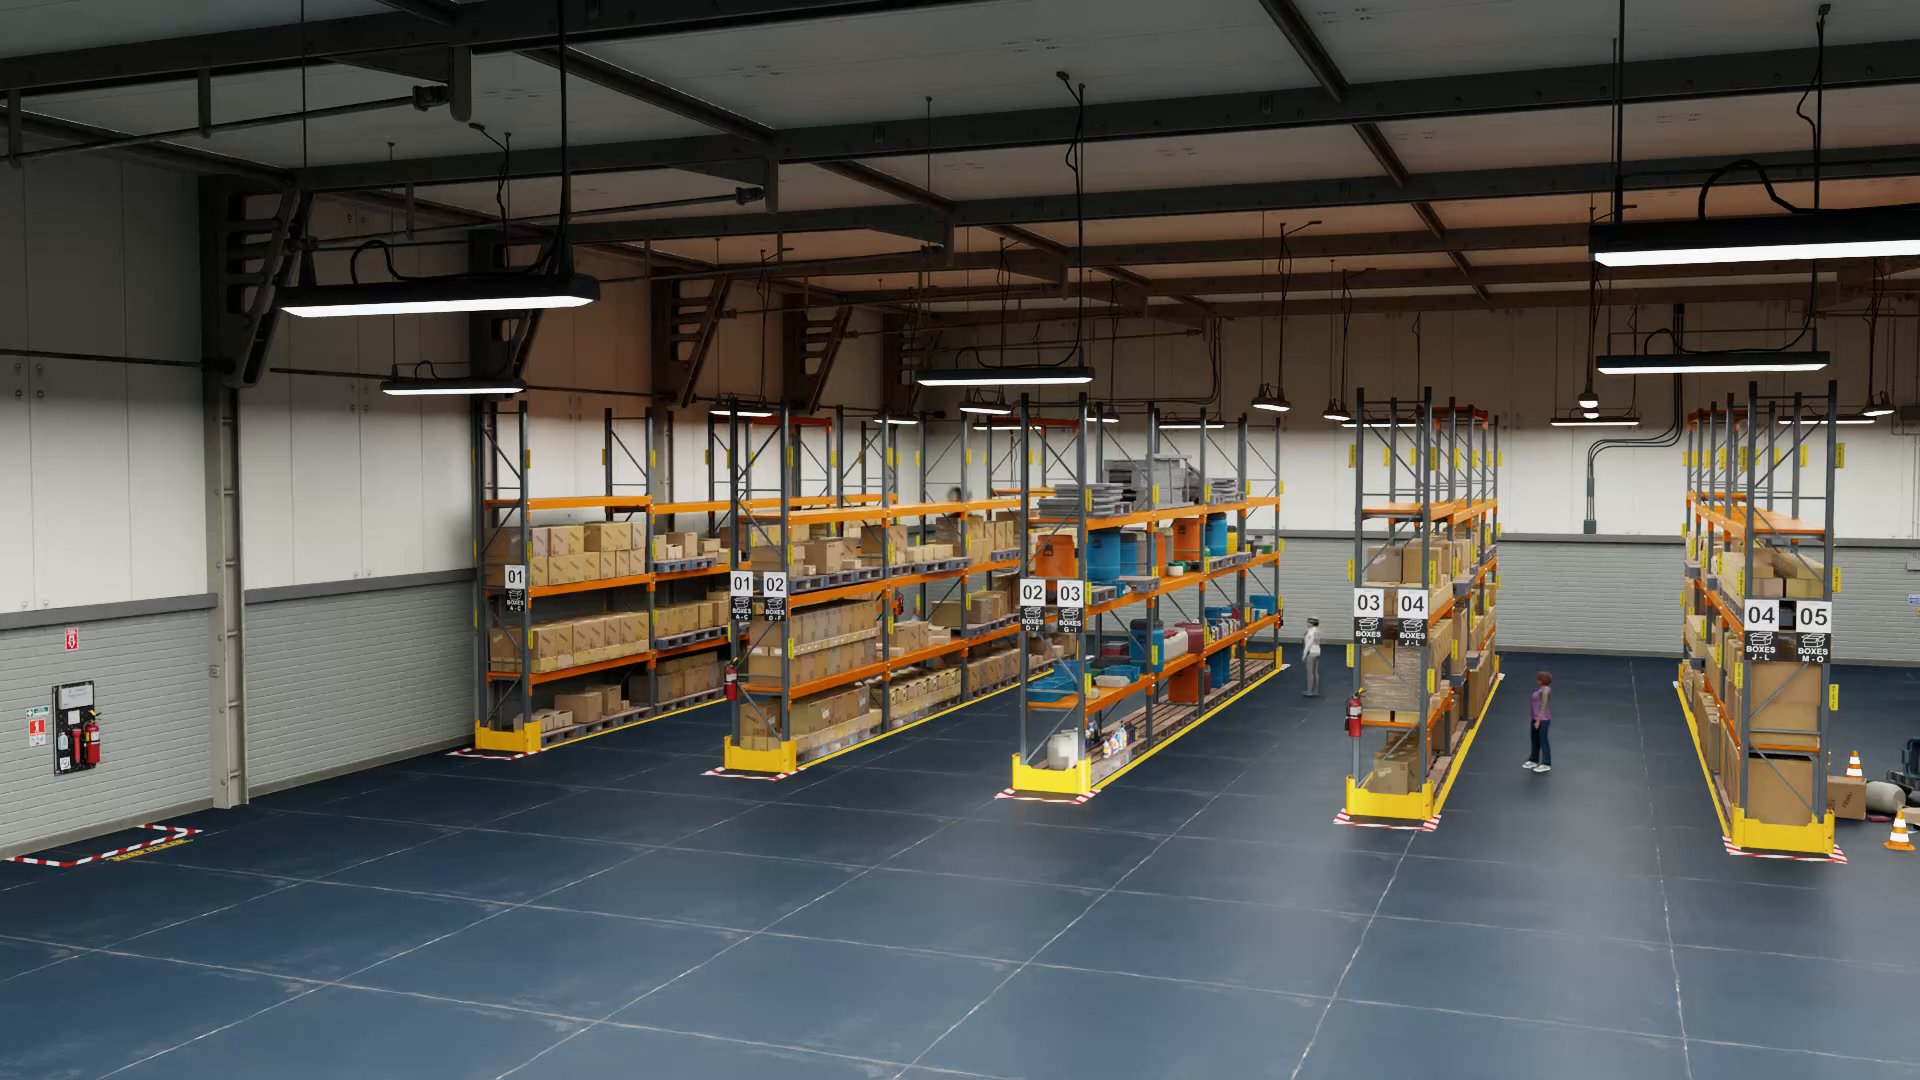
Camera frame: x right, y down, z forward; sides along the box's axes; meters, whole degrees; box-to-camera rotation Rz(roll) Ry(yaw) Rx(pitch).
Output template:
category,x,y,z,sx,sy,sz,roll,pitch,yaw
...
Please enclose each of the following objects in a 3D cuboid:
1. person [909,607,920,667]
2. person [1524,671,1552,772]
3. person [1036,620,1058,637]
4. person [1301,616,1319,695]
category,x,y,z,sx,sy,sz,roll,pitch,yaw
person,-0.980,2.327,37.812,0.381,1.647,0.578,2,3,31
person,9.312,2.895,26.705,0.345,1.596,0.482,-1,3,-12
person,2.423,2.022,43.255,1.136,1.710,0.707,2,3,32
person,7.410,2.442,35.137,0.358,1.685,0.519,1,3,21
